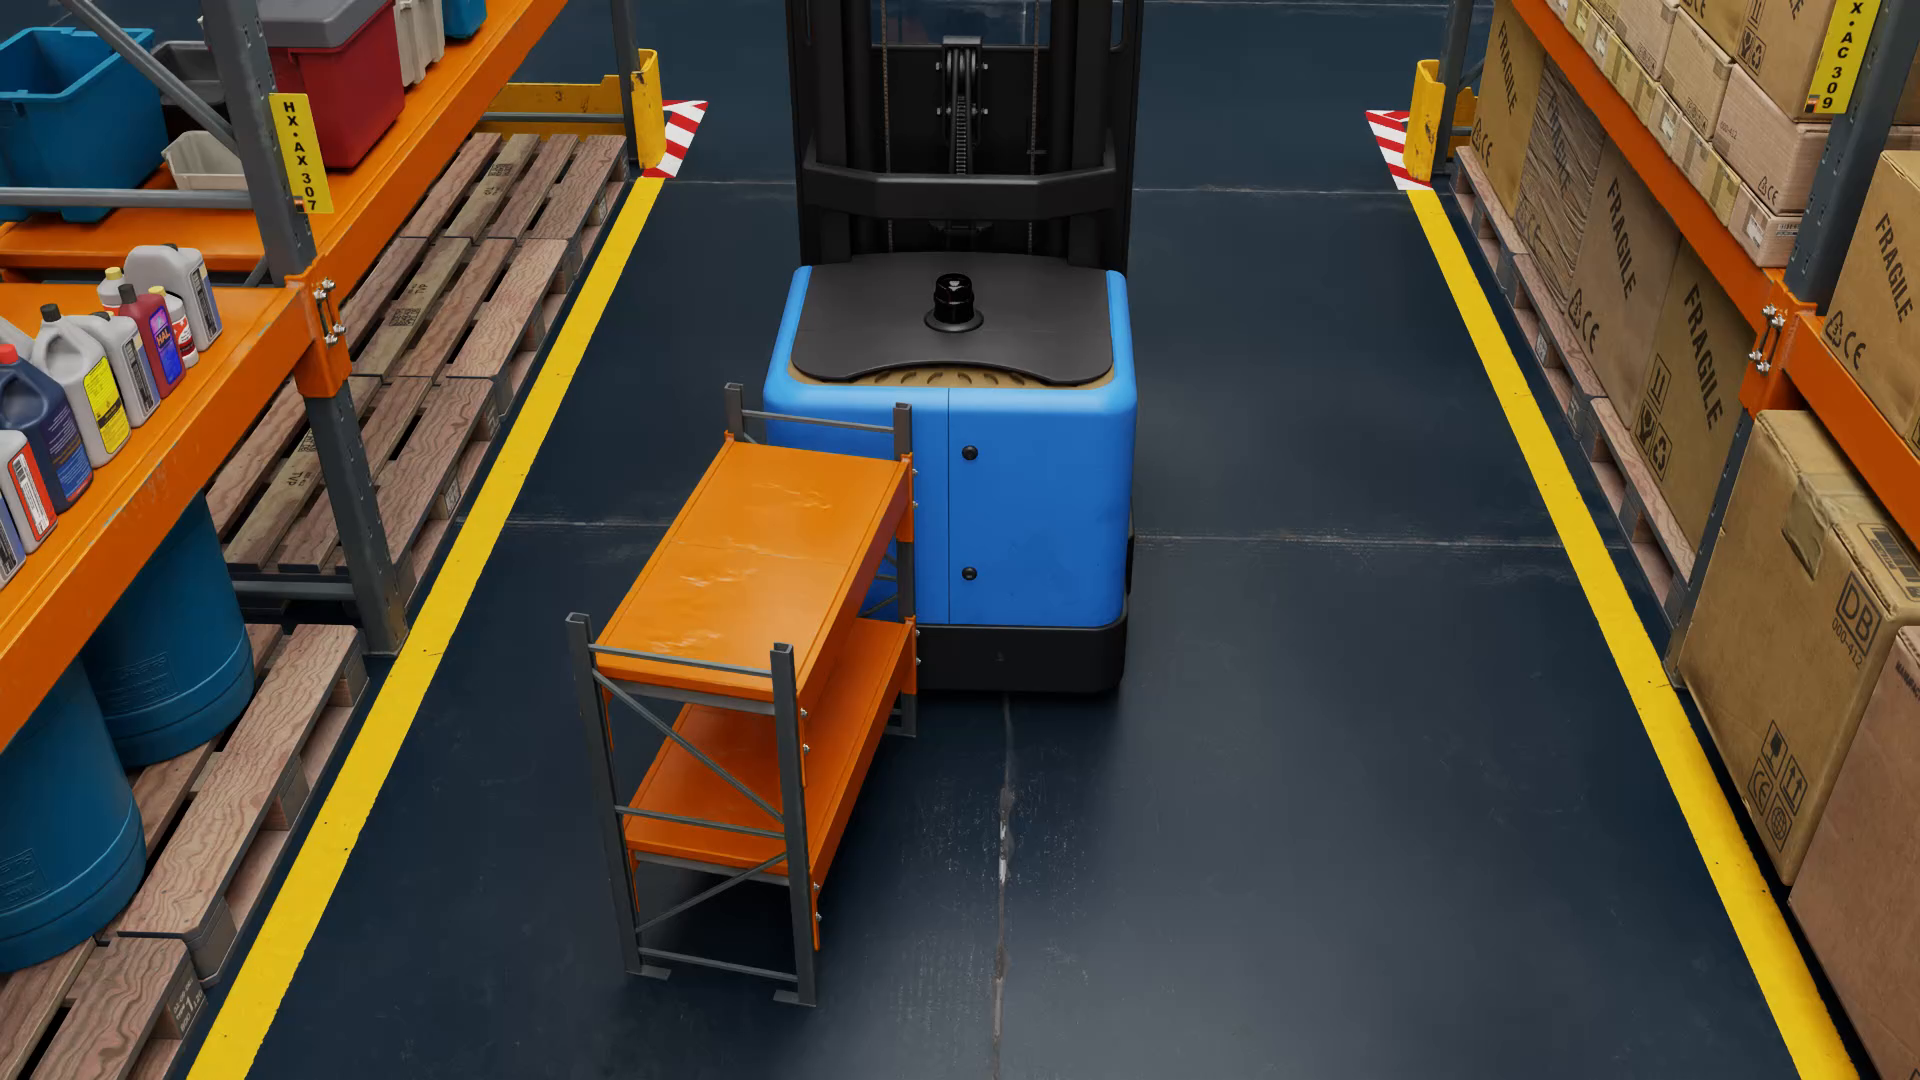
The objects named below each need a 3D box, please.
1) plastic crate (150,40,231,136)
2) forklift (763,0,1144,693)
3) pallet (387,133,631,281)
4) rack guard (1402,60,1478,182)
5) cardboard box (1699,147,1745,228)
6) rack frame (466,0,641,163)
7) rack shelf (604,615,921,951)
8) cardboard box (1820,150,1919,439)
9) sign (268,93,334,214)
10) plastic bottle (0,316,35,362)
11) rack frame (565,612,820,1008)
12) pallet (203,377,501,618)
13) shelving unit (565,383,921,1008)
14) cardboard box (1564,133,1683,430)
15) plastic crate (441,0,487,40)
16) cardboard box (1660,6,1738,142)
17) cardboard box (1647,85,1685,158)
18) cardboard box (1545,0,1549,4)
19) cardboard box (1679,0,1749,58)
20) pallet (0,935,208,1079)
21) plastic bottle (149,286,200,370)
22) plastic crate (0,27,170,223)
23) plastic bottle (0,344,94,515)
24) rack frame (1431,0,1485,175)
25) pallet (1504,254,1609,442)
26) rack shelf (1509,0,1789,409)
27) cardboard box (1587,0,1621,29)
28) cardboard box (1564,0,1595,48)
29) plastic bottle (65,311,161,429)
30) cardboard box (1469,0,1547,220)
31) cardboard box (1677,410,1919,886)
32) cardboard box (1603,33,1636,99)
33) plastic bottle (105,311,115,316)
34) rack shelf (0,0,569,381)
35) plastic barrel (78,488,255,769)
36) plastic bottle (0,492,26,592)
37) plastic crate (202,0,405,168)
[{"bbox_3d":[-2.486,-1.465,5.412,0.437,0.125,0.590,1,35,2],"label":"plastic crate"},{"bbox_3d":[0.023,-1.561,5.422,1.130,2.935,3.031,1,35,2],"label":"forklift"},{"bbox_3d":[-2.174,-1.588,7.825,1.003,0.211,1.213,1,35,2],"label":"pallet"},{"bbox_3d":[2.848,-2.078,8.272,1.175,0.500,0.348,1,35,2],"label":"rack guard"},{"bbox_3d":[2.382,-1.017,4.807,0.380,0.149,0.250,2,35,3],"label":"cardboard box"},{"bbox_3d":[-2.102,-3.201,7.697,1.000,3.000,0.127,1,35,2],"label":"rack frame"},{"bbox_3d":[-0.484,0.570,4.385,0.538,0.278,1.000,7,36,10],"label":"rack shelf"},{"bbox_3d":[2.418,-0.571,3.867,0.500,0.500,0.500,1,35,2],"label":"cardboard box"},{"bbox_3d":[-1.713,-1.003,4.327,0.100,0.325,0.005,1,35,2],"label":"sign"},{"bbox_3d":[-2.116,-0.351,3.683,0.144,0.351,0.185,1,35,2],"label":"plastic bottle"},{"bbox_3d":[-0.596,0.655,3.839,0.500,1.125,0.032,7,36,10],"label":"rack frame"},{"bbox_3d":[-2.272,-0.186,5.831,1.003,0.211,1.213,1,35,2],"label":"pallet"},{"bbox_3d":[-0.484,0.370,4.245,0.538,1.125,1.048,7,36,10],"label":"shelving unit"},{"bbox_3d":[2.829,-0.986,6.027,0.875,0.875,0.875,1,35,2],"label":"cardboard box"},{"bbox_3d":[-1.928,-1.972,6.040,0.416,0.233,0.300,1,35,2],"label":"plastic crate"},{"bbox_3d":[2.460,-1.406,5.014,0.500,0.250,0.500,2,35,3],"label":"cardboard box"},{"bbox_3d":[2.402,-1.312,5.227,0.380,0.149,0.250,2,35,3],"label":"cardboard box"},{"bbox_3d":[2.464,-2.198,6.487,0.380,0.149,0.250,1,35,1],"label":"cardboard box"},{"bbox_3d":[2.462,-1.714,4.800,0.500,0.500,0.500,2,35,2],"label":"cardboard box"},{"bbox_3d":[-2.381,1.383,3.599,1.003,0.211,1.213,1,35,2],"label":"pallet"},{"bbox_3d":[-1.933,-0.521,4.055,0.097,0.201,0.097,0,35,0],"label":"plastic bottle"},{"bbox_3d":[-2.584,-1.197,4.807,0.392,0.384,0.575,1,35,2],"label":"plastic crate"},{"bbox_3d":[-1.980,-0.241,3.527,0.144,0.351,0.185,1,35,2],"label":"plastic bottle"},{"bbox_3d":[2.847,-3.087,7.534,1.000,3.000,0.127,1,35,2],"label":"rack frame"},{"bbox_3d":[2.842,-0.786,6.685,1.003,0.211,1.213,1,35,2],"label":"pallet"},{"bbox_3d":[2.767,-1.644,6.106,1.077,0.370,4.000,1,35,2],"label":"rack shelf"},{"bbox_3d":[2.504,-1.991,5.845,0.500,0.250,0.500,1,35,1],"label":"cardboard box"},{"bbox_3d":[2.443,-1.904,6.069,0.380,0.149,0.250,0,35,1],"label":"cardboard box"},{"bbox_3d":[-1.970,-0.409,3.831,0.152,0.276,0.135,1,35,2],"label":"plastic bottle"},{"bbox_3d":[2.901,-2.020,7.498,0.875,0.875,0.875,1,35,2],"label":"cardboard box"},{"bbox_3d":[2.681,0.277,4.230,1.225,0.875,0.875,1,35,2],"label":"cardboard box"},{"bbox_3d":[2.423,-1.607,5.647,0.380,0.149,0.250,1,35,1],"label":"cardboard box"},{"bbox_3d":[-1.999,-0.446,3.948,0.097,0.201,0.097,0,35,0],"label":"plastic bottle"},{"bbox_3d":[-2.182,-1.758,6.268,1.077,0.370,4.000,1,35,2],"label":"rack shelf"},{"bbox_3d":[-2.301,0.096,4.465,0.600,0.901,0.708,1,35,2],"label":"plastic barrel"},{"bbox_3d":[-1.996,-0.042,3.309,0.152,0.276,0.135,1,35,2],"label":"plastic bottle"},{"bbox_3d":[-1.976,-1.461,5.113,0.402,0.464,0.583,1,35,2],"label":"plastic crate"}]
